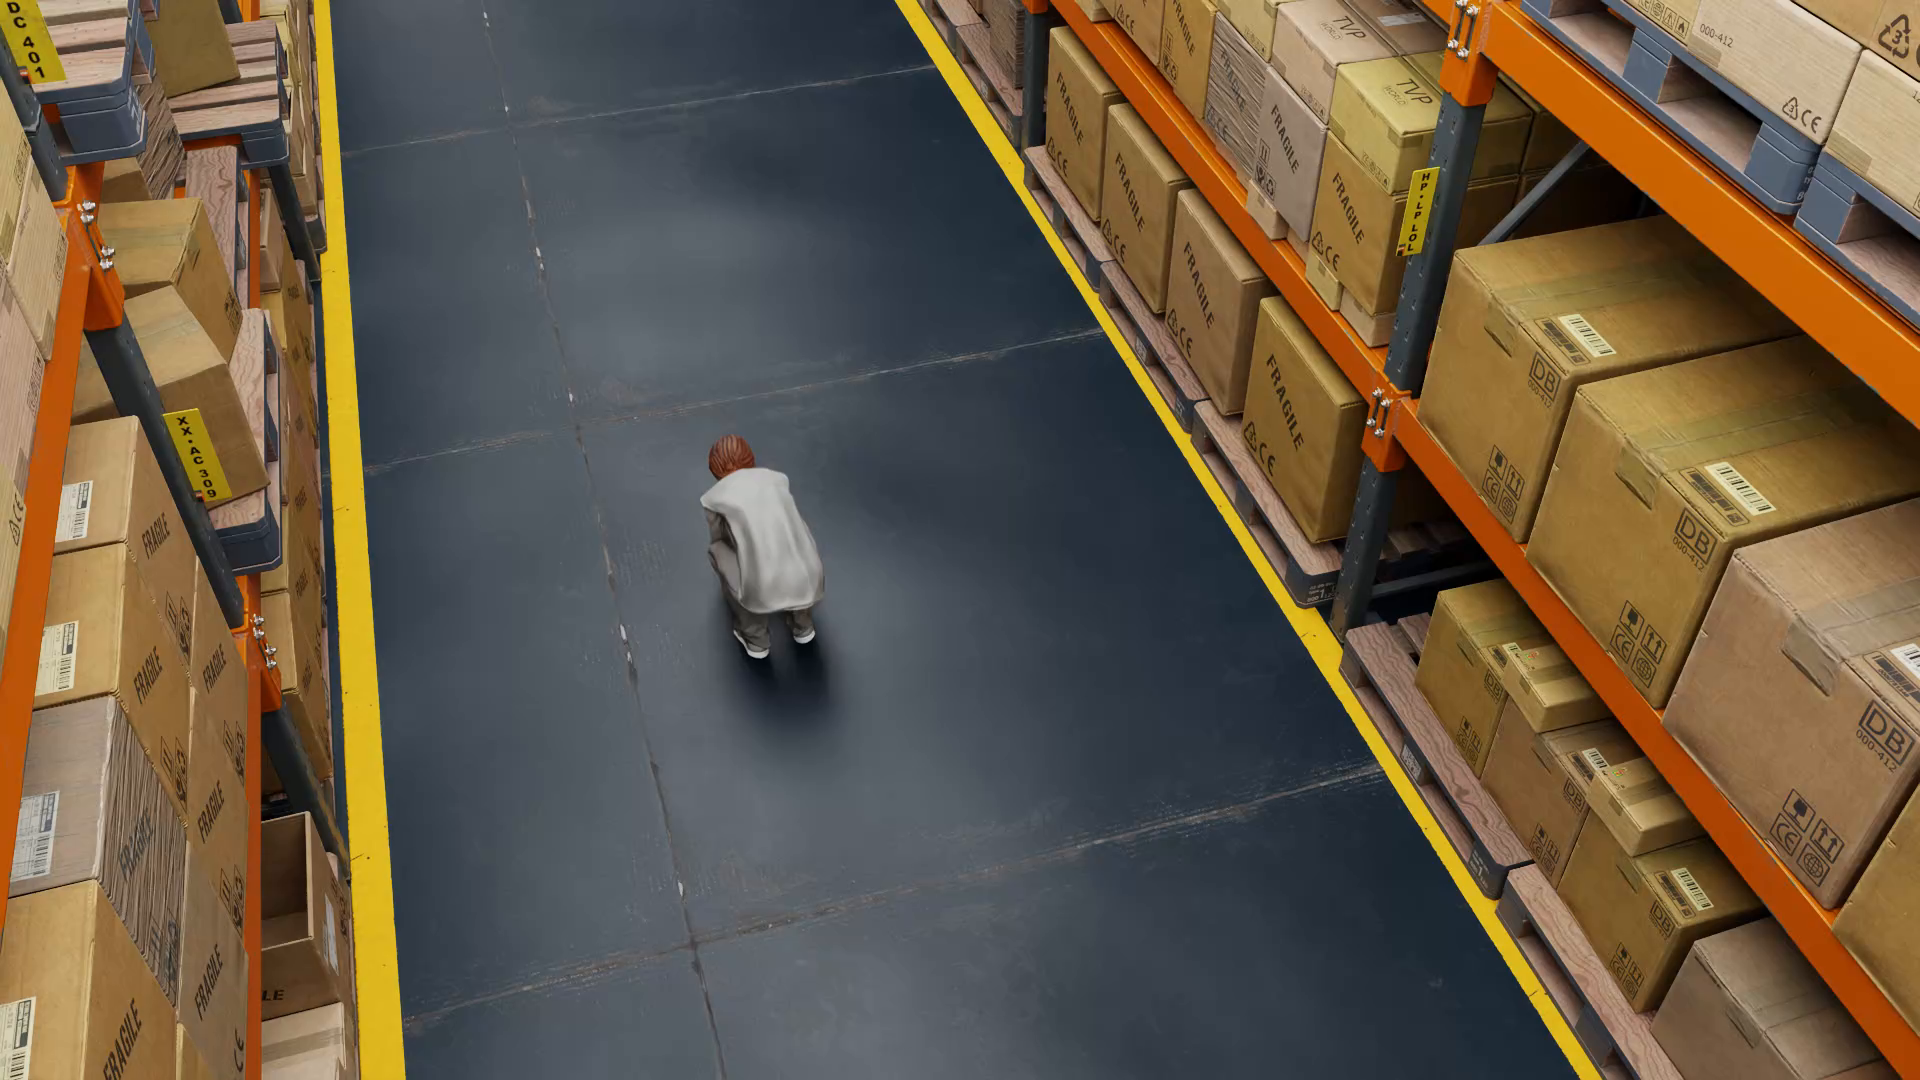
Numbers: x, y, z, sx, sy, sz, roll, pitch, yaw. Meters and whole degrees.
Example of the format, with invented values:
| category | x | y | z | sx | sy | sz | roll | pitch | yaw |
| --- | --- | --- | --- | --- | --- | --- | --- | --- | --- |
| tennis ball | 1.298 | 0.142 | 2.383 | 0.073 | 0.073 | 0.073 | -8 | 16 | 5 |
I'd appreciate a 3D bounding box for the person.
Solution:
| category | x | y | z | sx | sy | sz | roll | pitch | yaw |
| --- | --- | --- | --- | --- | --- | --- | --- | --- | --- |
| person | -0.804 | 0.065 | 6.796 | 0.424 | 0.746 | 0.844 | -13 | 44 | -13 |
